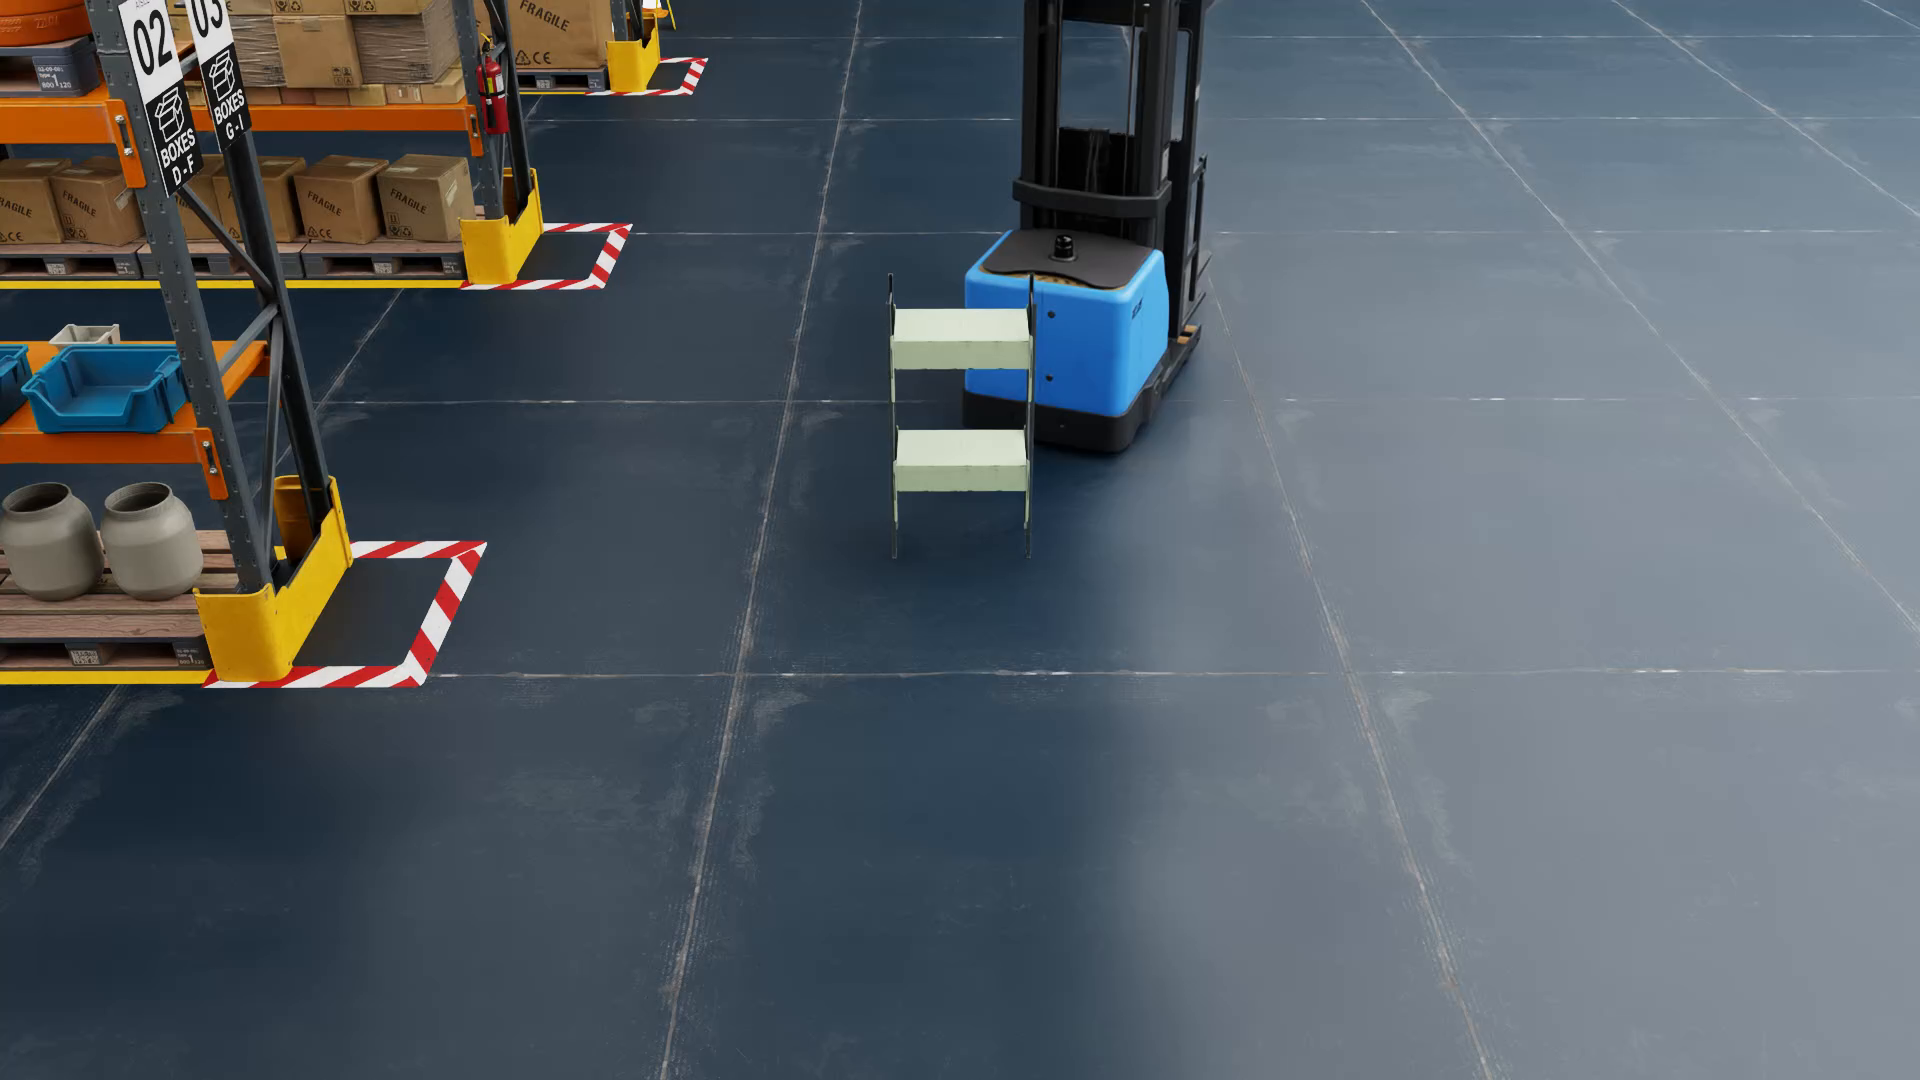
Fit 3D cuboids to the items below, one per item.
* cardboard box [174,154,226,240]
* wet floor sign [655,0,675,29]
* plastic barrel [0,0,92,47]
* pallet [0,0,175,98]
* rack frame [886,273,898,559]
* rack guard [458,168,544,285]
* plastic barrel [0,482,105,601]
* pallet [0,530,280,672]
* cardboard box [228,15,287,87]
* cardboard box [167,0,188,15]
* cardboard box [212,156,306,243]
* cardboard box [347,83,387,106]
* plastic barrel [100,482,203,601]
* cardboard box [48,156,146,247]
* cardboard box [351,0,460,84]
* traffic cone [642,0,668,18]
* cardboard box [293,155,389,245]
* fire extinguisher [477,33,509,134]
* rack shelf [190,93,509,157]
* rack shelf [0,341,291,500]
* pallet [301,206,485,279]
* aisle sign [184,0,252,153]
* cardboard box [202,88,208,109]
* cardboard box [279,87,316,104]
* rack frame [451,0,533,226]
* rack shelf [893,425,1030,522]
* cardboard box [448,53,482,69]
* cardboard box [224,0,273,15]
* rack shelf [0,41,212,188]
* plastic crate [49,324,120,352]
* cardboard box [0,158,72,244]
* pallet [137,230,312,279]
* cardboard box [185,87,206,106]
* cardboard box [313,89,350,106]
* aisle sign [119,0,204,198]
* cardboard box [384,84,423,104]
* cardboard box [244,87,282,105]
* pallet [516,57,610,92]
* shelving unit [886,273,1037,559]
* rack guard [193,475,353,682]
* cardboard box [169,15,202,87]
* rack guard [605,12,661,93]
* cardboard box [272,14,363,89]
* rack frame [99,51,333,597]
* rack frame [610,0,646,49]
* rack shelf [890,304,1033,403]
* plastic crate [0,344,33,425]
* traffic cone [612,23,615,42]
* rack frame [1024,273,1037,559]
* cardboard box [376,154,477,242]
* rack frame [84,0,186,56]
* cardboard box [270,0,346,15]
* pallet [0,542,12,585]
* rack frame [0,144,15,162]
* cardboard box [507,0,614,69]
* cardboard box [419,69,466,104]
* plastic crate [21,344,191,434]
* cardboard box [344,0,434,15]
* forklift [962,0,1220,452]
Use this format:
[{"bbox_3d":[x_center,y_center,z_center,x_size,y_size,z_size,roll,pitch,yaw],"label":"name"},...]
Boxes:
[{"bbox_3d":[-5.836,-2.615,12.673,0.500,0.500,0.500,-3,31,-5],"label":"cardboard box"},{"bbox_3d":[-3.341,-6.082,18.651,0.232,0.644,0.267,-5,32,-9],"label":"wet floor sign"},{"bbox_3d":[-3.884,-2.497,6.763,0.708,0.830,0.600,0,31,0],"label":"plastic barrel"},{"bbox_3d":[-4.227,-2.168,7.223,1.213,0.211,1.003,0,31,0],"label":"pallet"},{"bbox_3d":[-0.359,-0.640,8.859,0.023,1.500,0.400,0,31,0],"label":"rack frame"},{"bbox_3d":[-3.505,-2.419,12.755,0.348,0.500,1.175,0,31,0],"label":"rack guard"},{"bbox_3d":[-4.558,0.009,8.337,0.421,0.512,0.421,0,31,0],"label":"plastic barrel"},{"bbox_3d":[-4.287,0.298,8.555,1.213,0.211,1.003,0,31,0],"label":"pallet"},{"bbox_3d":[-4.979,-3.627,11.954,0.500,0.500,0.875,0,31,0],"label":"cardboard box"},{"bbox_3d":[-5.478,-3.953,11.527,0.500,0.500,0.500,0,31,0],"label":"cardboard box"},{"bbox_3d":[-5.277,-2.594,12.638,0.500,0.500,0.500,3,31,4],"label":"cardboard box"},{"bbox_3d":[-4.212,-3.244,11.948,0.250,0.149,0.380,0,31,0],"label":"cardboard box"},{"bbox_3d":[-4.057,0.007,8.340,0.421,0.512,0.421,0,31,0],"label":"plastic barrel"},{"bbox_3d":[-6.456,-2.572,12.603,0.500,0.500,0.500,10,33,15],"label":"cardboard box"},{"bbox_3d":[-3.979,-3.670,12.024,0.500,0.500,0.875,0,31,0],"label":"cardboard box"},{"bbox_3d":[-3.564,-6.298,19.185,0.334,0.463,0.336,0,31,0],"label":"traffic cone"},{"bbox_3d":[-4.651,-2.586,12.625,0.500,0.500,0.500,8,32,13],"label":"cardboard box"},{"bbox_3d":[-3.312,-3.216,11.734,0.183,0.674,0.296,0,31,0],"label":"fire extinguisher"},{"bbox_3d":[-5.429,-3.174,12.283,4.000,0.370,1.077,0,31,0],"label":"rack shelf"},{"bbox_3d":[-5.399,-0.605,8.049,4.000,0.370,1.077,0,31,0],"label":"rack shelf"},{"bbox_3d":[-4.318,-2.311,12.856,1.213,0.211,1.003,0,31,0],"label":"pallet"},{"bbox_3d":[-3.329,-2.182,7.449,0.004,0.787,0.394,0,31,0],"label":"aisle sign"},{"bbox_3d":[-5.212,-3.213,11.896,0.250,0.149,0.380,0,31,0],"label":"cardboard box"},{"bbox_3d":[-4.713,-3.272,11.994,0.250,0.149,0.380,0,31,0],"label":"cardboard box"},{"bbox_3d":[-3.429,-3.488,12.107,0.127,3.000,1.000,0,31,0],"label":"rack frame"},{"bbox_3d":[0.007,-0.363,9.030,0.720,0.370,0.431,0,31,0],"label":"rack shelf"},{"bbox_3d":[-3.715,-3.503,12.374,0.250,0.149,0.380,0,31,0],"label":"cardboard box"},{"bbox_3d":[-4.977,-3.951,11.522,0.500,0.500,0.500,0,31,0],"label":"cardboard box"},{"bbox_3d":[-5.399,-1.887,7.271,4.000,0.370,1.077,0,31,0],"label":"rack shelf"},{"bbox_3d":[-4.296,-0.970,8.211,0.250,0.136,0.298,0,31,0],"label":"plastic crate"},{"bbox_3d":[-7.029,-2.567,12.594,0.500,0.500,0.500,-1,31,-2],"label":"cardboard box"},{"bbox_3d":[-5.535,-2.309,12.852,1.213,0.211,1.003,0,31,0],"label":"pallet"},{"bbox_3d":[-5.463,-3.249,11.955,0.250,0.149,0.380,0,31,0],"label":"cardboard box"},{"bbox_3d":[-4.463,-3.252,11.960,0.250,0.149,0.380,0,31,0],"label":"cardboard box"},{"bbox_3d":[-3.325,-1.876,6.944,0.004,0.787,0.394,0,31,0],"label":"aisle sign"},{"bbox_3d":[-3.963,-3.272,11.993,0.250,0.149,0.380,0,31,0],"label":"cardboard box"},{"bbox_3d":[-4.963,-3.260,11.974,0.250,0.149,0.380,0,31,0],"label":"cardboard box"},{"bbox_3d":[-4.157,-4.826,17.000,1.213,0.211,1.003,0,31,0],"label":"pallet"},{"bbox_3d":[0.007,-0.641,8.861,0.755,1.500,0.431,0,31,0],"label":"shelving unit"},{"bbox_3d":[-3.475,0.175,8.480,0.348,0.500,1.175,0,31,0],"label":"rack guard"},{"bbox_3d":[-5.479,-3.632,11.961,0.500,0.500,0.875,0,31,0],"label":"cardboard box"},{"bbox_3d":[-3.334,-4.992,16.996,0.348,0.500,1.175,0,31,0],"label":"rack guard"},{"bbox_3d":[-4.478,-3.606,11.919,0.500,0.500,0.875,0,31,0],"label":"cardboard box"},{"bbox_3d":[-3.399,-0.919,7.872,0.127,3.000,1.000,0,31,0],"label":"rack frame"},{"bbox_3d":[-3.358,-6.061,16.348,0.127,3.000,1.000,0,31,0],"label":"rack frame"},{"bbox_3d":[0.007,-0.975,8.659,0.720,0.370,0.431,0,31,0],"label":"rack shelf"},{"bbox_3d":[-4.547,-0.699,7.654,0.408,0.251,0.499,0,31,0],"label":"plastic crate"},{"bbox_3d":[-3.897,-5.711,18.217,0.334,0.463,0.336,0,31,0],"label":"traffic cone"},{"bbox_3d":[0.373,-0.642,8.863,0.023,1.500,0.400,0,31,0],"label":"rack frame"},{"bbox_3d":[-4.054,-2.605,12.657,0.500,0.500,0.500,5,32,9],"label":"cardboard box"},{"bbox_3d":[-3.399,-3.483,6.316,0.127,3.000,1.000,0,31,0],"label":"rack frame"},{"bbox_3d":[-4.477,-3.951,11.523,0.500,0.500,0.500,0,31,0],"label":"cardboard box"},{"bbox_3d":[-5.504,0.300,8.552,1.213,0.211,1.003,0,31,0],"label":"pallet"},{"bbox_3d":[-7.429,-3.475,12.086,0.127,3.000,1.000,0,31,0],"label":"rack frame"},{"bbox_3d":[-4.036,-5.296,16.730,0.875,0.875,0.875,0,31,0],"label":"cardboard box"},{"bbox_3d":[-3.713,-3.272,11.994,0.250,0.149,0.380,0,31,0],"label":"cardboard box"},{"bbox_3d":[-3.898,-0.698,7.653,0.616,0.251,0.499,0,31,0],"label":"plastic crate"},{"bbox_3d":[-3.978,-3.955,11.530,0.500,0.500,0.500,0,31,0],"label":"cardboard box"},{"bbox_3d":[1.012,-2.531,10.597,1.130,2.935,3.031,11,33,18],"label":"forklift"}]
